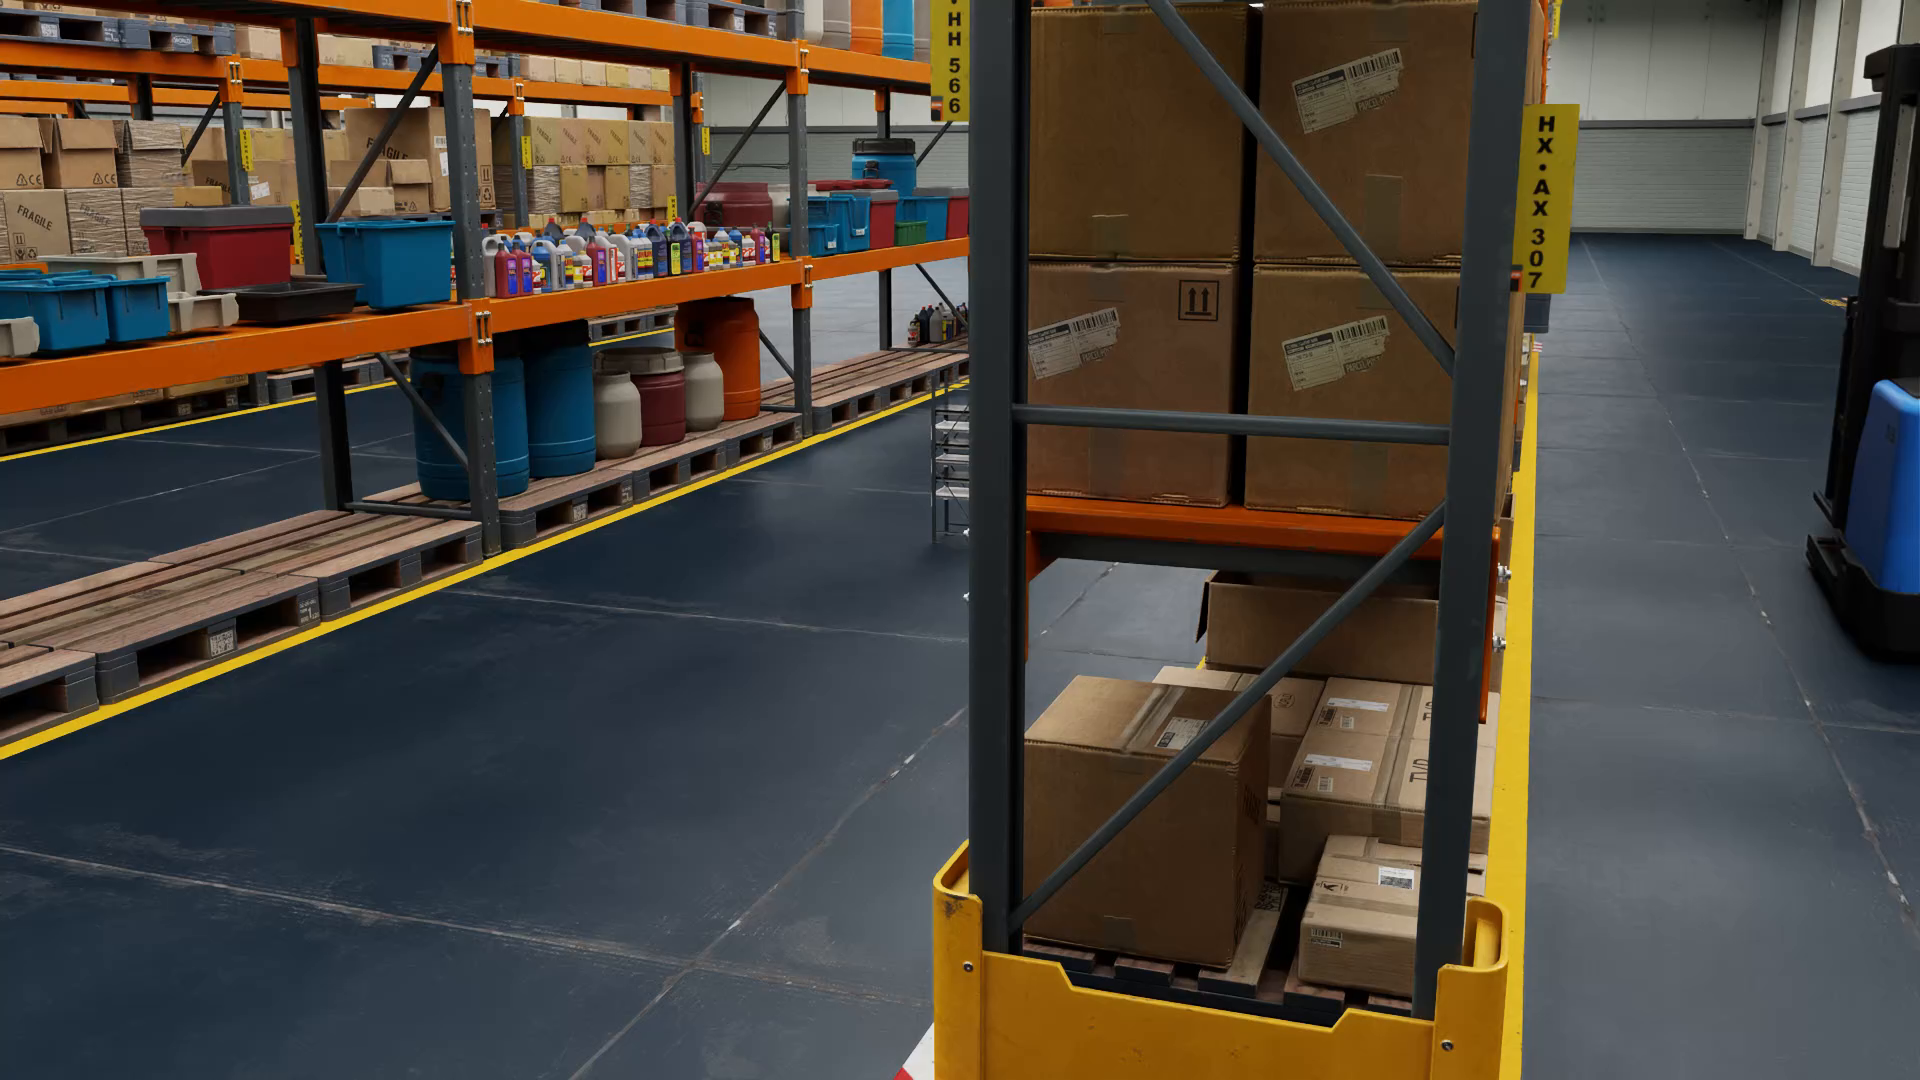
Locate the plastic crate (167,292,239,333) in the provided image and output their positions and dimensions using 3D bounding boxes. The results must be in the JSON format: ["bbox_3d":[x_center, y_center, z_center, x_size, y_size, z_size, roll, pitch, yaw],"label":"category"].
[{"bbox_3d":[-3.161,-0.927,6.766,0.293,0.136,0.466,4,14,18],"label":"plastic crate"}]

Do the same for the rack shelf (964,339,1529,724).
[{"bbox_3d":[1.157,-0.285,5.114,1.077,0.370,4.000,4,14,18],"label":"rack shelf"}]

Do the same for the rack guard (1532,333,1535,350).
[{"bbox_3d":[5.694,-2.370,18.249,1.175,0.500,0.348,4,14,18],"label":"rack guard"}]

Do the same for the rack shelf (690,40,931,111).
[{"bbox_3d":[-0.941,-3.790,13.726,1.077,0.370,4.000,4,14,18],"label":"rack shelf"}]

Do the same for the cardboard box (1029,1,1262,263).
[{"bbox_3d":[0.393,-0.865,3.564,0.500,0.500,0.500,4,14,18],"label":"cardboard box"}]

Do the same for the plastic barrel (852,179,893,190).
[{"bbox_3d":[-0.811,-2.980,14.996,0.433,0.535,0.433,0,13,0],"label":"plastic barrel"}]

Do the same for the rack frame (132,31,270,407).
[{"bbox_3d":[-6.274,-2.613,13.697,1.000,3.000,0.127,4,14,18],"label":"rack frame"}]

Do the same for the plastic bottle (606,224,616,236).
[{"bbox_3d":[-2.345,-1.961,11.101,0.061,0.283,0.133,4,14,18],"label":"plastic bottle"}]

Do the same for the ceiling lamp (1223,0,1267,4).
[{"bbox_3d":[7.784,-15.197,42.139,2.000,3.144,0.800,4,14,18],"label":"ceiling lamp"}]

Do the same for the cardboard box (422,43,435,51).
[{"bbox_3d":[-5.190,-4.852,16.122,0.396,0.266,0.258,5,14,20],"label":"cardboard box"}]

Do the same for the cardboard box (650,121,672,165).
[{"bbox_3d":[-3.786,-4.740,19.873,0.500,0.500,0.500,4,14,18],"label":"cardboard box"}]

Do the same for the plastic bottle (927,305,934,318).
[{"bbox_3d":[-0.296,-2.219,16.932,0.144,0.351,0.185,4,13,16],"label":"plastic bottle"}]

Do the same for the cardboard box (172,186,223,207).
[{"bbox_3d":[-6.200,-2.540,13.152,0.500,0.500,0.500,5,14,20],"label":"cardboard box"}]

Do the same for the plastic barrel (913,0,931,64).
[{"bbox_3d":[-0.464,-4.545,14.294,0.600,0.901,0.600,0,13,0],"label":"plastic barrel"}]

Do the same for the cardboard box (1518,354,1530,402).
[{"bbox_3d":[3.545,-1.126,11.156,0.500,0.311,0.500,5,14,20],"label":"cardboard box"}]

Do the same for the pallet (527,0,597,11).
[{"bbox_3d":[-2.721,-2.957,8.886,1.213,0.211,1.003,4,14,18],"label":"pallet"}]

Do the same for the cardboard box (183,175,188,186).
[{"bbox_3d":[-9.533,-3.986,19.372,0.875,0.550,0.550,4,14,18],"label":"cardboard box"}]

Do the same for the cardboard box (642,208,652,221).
[{"bbox_3d":[-3.912,-3.890,19.856,0.380,0.149,0.250,4,14,18],"label":"cardboard box"}]

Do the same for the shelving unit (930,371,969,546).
[{"bbox_3d":[-0.003,-0.437,8.880,0.258,0.900,0.210,4,14,18],"label":"shelving unit"}]

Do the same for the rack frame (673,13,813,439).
[{"bbox_3d":[-1.588,-2.257,12.134,1.000,3.000,0.127,4,14,18],"label":"rack frame"}]

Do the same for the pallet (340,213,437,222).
[{"bbox_3d":[-5.673,-2.940,15.557,1.003,0.211,1.213,4,14,18],"label":"pallet"}]

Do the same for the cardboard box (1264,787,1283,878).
[{"bbox_3d":[0.668,0.741,4.379,0.380,0.166,0.250,4,14,18],"label":"cardboard box"}]

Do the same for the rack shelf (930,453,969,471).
[{"bbox_3d":[-0.003,-0.405,8.888,0.258,0.077,0.200,4,14,18],"label":"rack shelf"}]

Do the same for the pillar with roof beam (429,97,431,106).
[{"bbox_3d":[-8.941,-11.691,39.986,9.100,9.000,0.400,4,14,18],"label":"pillar with roof beam"}]

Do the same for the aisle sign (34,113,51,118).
[{"bbox_3d":[-13.336,-6.314,24.068,0.394,0.787,0.004,4,14,18],"label":"aisle sign"}]

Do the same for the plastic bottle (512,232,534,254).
[{"bbox_3d":[-2.660,-1.721,10.064,0.152,0.276,0.135,4,14,18],"label":"plastic bottle"}]

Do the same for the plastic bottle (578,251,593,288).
[{"bbox_3d":[-2.127,-1.528,9.389,0.097,0.201,0.097,0,13,0],"label":"plastic bottle"}]

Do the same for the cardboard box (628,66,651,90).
[{"bbox_3d":[-3.934,-5.355,19.303,0.500,0.250,0.500,5,14,20],"label":"cardboard box"}]

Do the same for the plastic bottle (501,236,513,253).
[{"bbox_3d":[-2.655,-1.636,9.704,0.097,0.271,0.097,0,13,0],"label":"plastic bottle"}]

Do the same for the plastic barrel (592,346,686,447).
[{"bbox_3d":[-2.095,-0.944,10.858,0.600,0.588,0.708,4,14,18],"label":"plastic barrel"}]

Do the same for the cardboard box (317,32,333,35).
[{"bbox_3d":[-5.711,-4.555,14.115,0.500,0.500,0.500,4,14,19],"label":"cardboard box"}]

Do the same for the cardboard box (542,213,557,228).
[{"bbox_3d":[-4.533,-3.408,17.745,0.380,0.149,0.250,4,14,18],"label":"cardboard box"}]

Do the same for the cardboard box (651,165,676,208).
[{"bbox_3d":[-3.938,-4.264,20.035,0.875,0.500,0.500,4,14,18],"label":"cardboard box"}]

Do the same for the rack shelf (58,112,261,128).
[{"bbox_3d":[-5.776,-5.373,23.436,26.242,4.048,19.147,4,14,18],"label":"rack shelf"}]

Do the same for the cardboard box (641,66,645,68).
[{"bbox_3d":[-3.917,-5.591,19.443,0.380,0.149,0.250,5,14,19],"label":"cardboard box"}]

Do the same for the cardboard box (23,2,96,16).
[{"bbox_3d":[-6.600,-4.008,11.896,0.500,0.500,0.500,5,14,21],"label":"cardboard box"}]

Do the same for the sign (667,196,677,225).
[{"bbox_3d":[-2.111,-2.374,12.283,0.100,0.325,0.005,4,14,18],"label":"sign"}]

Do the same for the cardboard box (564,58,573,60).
[{"bbox_3d":[-4.415,-5.257,17.979,0.380,0.149,0.250,5,14,20],"label":"cardboard box"}]

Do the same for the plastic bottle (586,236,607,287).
[{"bbox_3d":[-2.072,-1.591,9.480,0.061,0.283,0.133,4,14,18],"label":"plastic bottle"}]

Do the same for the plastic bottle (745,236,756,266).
[{"bbox_3d":[-1.444,-1.972,11.335,0.097,0.201,0.097,0,13,0],"label":"plastic bottle"}]

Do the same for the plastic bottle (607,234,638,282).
[{"bbox_3d":[-1.997,-1.668,9.833,0.152,0.276,0.135,4,14,18],"label":"plastic bottle"}]

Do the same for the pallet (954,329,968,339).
[{"bbox_3d":[0.356,-2.136,17.870,1.003,0.211,1.213,4,14,18],"label":"pallet"}]

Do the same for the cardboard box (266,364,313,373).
[{"bbox_3d":[-6.077,-1.752,14.550,0.700,0.500,0.500,4,13,15],"label":"cardboard box"}]

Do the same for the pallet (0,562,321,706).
[{"bbox_3d":[-3.476,0.360,6.935,1.003,0.211,1.213,4,14,18],"label":"pallet"}]

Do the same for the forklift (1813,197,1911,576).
[{"bbox_3d":[6.056,-1.318,8.178,3.258,2.935,5.019,5,14,20],"label":"forklift"}]

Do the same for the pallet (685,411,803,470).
[{"bbox_3d":[-1.803,-0.728,11.704,1.003,0.211,1.213,4,14,18],"label":"pallet"}]

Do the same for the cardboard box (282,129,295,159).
[{"bbox_3d":[-8.904,-4.970,21.257,0.875,0.550,0.550,4,14,18],"label":"cardboard box"}]

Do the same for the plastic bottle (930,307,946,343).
[{"bbox_3d":[-0.222,-2.168,16.710,0.144,0.351,0.185,4,14,18],"label":"plastic bottle"}]

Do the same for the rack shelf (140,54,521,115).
[{"bbox_3d":[-5.627,-4.146,15.288,1.077,0.370,4.000,4,14,18],"label":"rack shelf"}]

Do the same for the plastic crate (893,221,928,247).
[{"bbox_3d":[-0.590,-2.609,14.152,0.450,0.188,0.662,4,14,18],"label":"plastic crate"}]
